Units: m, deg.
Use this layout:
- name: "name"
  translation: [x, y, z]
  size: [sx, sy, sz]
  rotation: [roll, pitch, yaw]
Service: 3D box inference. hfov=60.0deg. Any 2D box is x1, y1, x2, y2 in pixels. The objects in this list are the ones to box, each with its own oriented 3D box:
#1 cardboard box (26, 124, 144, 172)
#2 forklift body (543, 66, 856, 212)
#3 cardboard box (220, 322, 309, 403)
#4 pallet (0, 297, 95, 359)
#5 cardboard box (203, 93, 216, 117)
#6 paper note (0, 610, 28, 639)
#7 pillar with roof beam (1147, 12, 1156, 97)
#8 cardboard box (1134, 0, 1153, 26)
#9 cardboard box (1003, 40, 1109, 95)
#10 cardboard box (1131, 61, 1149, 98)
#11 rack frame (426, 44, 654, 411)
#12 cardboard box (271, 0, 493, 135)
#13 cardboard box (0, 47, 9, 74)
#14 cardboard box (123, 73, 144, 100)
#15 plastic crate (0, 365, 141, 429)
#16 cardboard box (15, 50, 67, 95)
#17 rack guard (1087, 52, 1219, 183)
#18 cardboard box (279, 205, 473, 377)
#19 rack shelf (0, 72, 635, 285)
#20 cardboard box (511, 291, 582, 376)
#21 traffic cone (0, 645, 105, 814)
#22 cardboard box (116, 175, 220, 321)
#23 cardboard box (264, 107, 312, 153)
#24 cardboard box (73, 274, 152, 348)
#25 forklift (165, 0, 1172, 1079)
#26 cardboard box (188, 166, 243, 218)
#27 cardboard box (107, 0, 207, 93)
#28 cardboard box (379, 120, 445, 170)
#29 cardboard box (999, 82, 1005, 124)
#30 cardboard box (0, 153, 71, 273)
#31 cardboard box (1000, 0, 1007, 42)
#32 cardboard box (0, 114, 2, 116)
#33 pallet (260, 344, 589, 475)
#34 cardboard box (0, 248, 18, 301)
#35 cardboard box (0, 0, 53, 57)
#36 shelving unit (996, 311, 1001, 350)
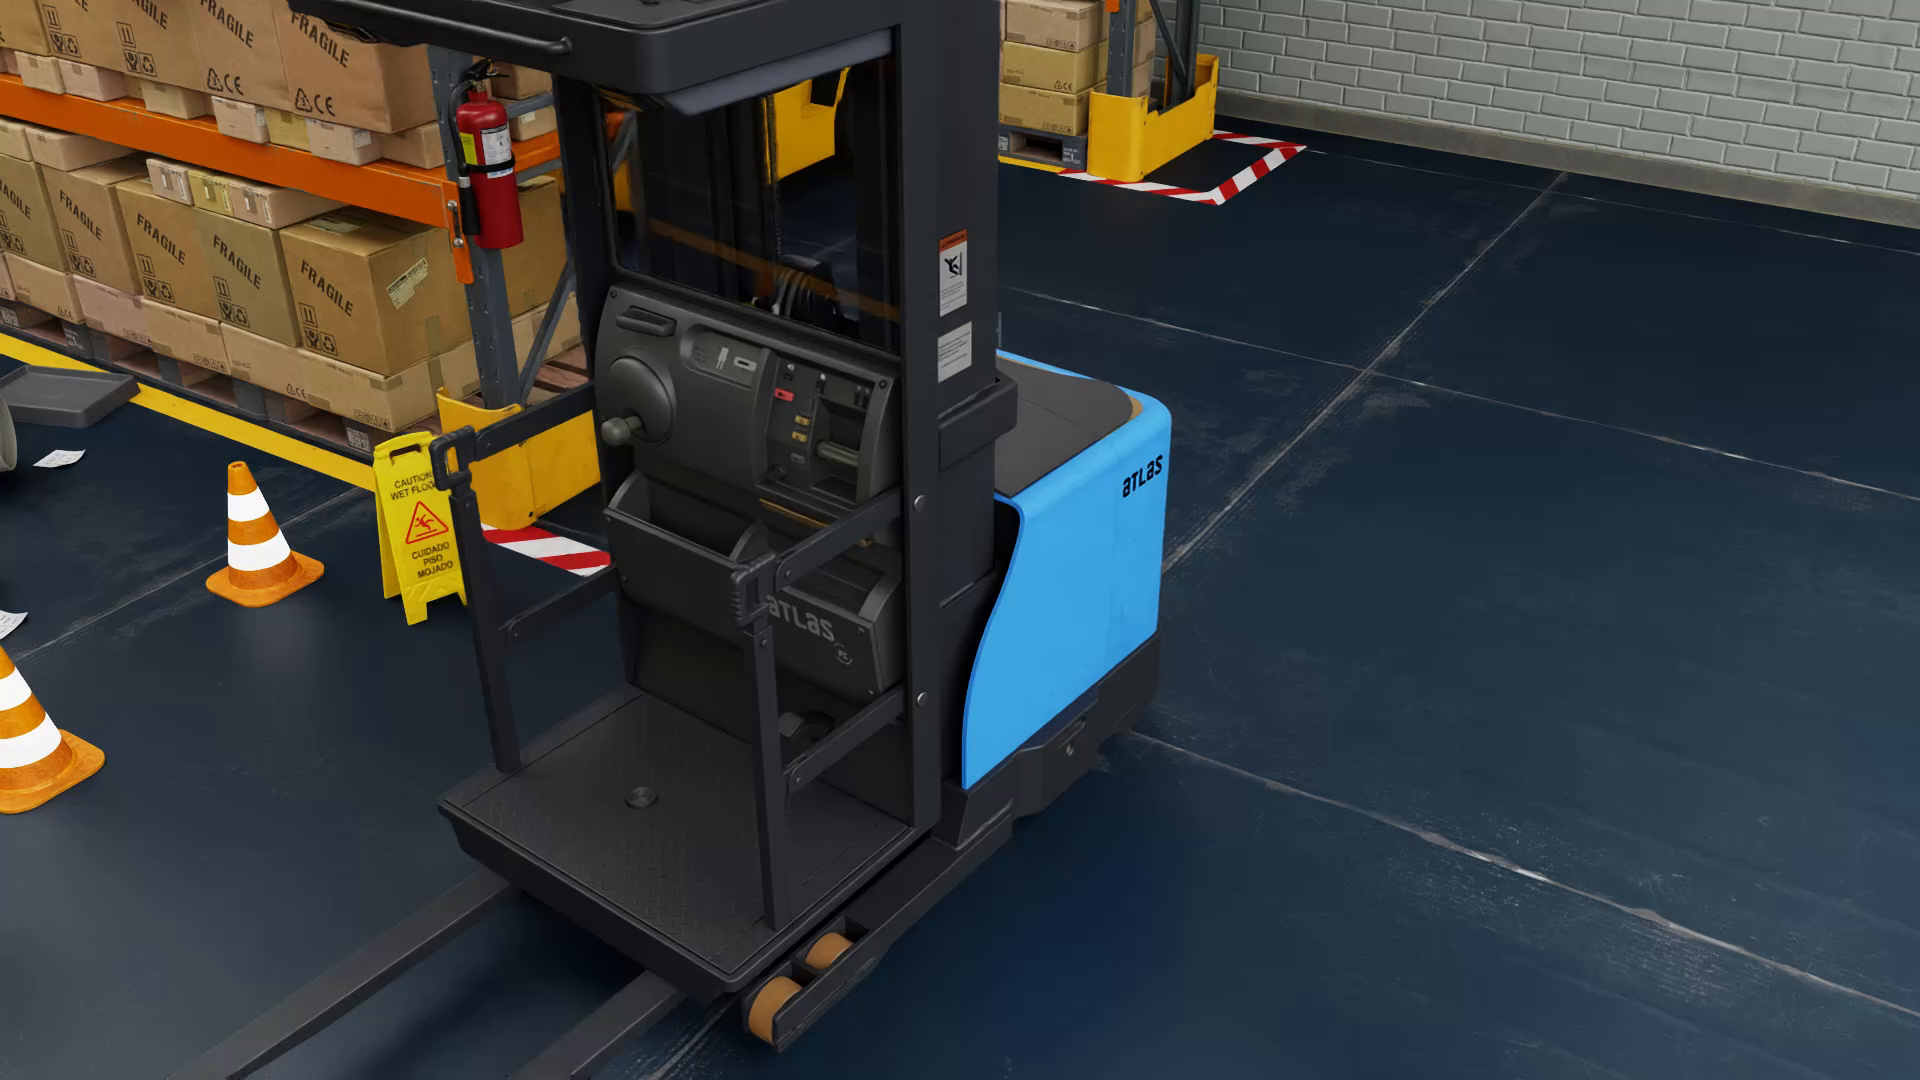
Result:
- name: "cardboard box"
  translation: [-3.751, -1.722, 7.149]
  size: [0.250, 0.149, 0.380]
  rotation: [20, 36, 30]
- name: "forklift body"
  translation: [-1.399, -3.075, 9.387]
  size: [1.214, 2.155, 2.313]
  rotation: [18, 35, 27]
- name: "cardboard box"
  translation: [-2.721, -0.831, 7.009]
  size: [0.500, 0.250, 0.500]
  rotation: [18, 35, 28]
- name: "pallet"
  translation: [-4.259, -1.295, 8.261]
  size: [1.213, 0.211, 1.003]
  rotation: [18, 35, 27]
- name: "cardboard box"
  translation: [-2.745, -1.776, 6.568]
  size: [0.250, 0.149, 0.380]
  rotation: [18, 35, 28]
- name: "paper note"
  translation: [-3.318, 0.286, 5.730]
  size: [0.142, 0.019, 0.148]
  rotation: [6, 31, 10]
- name: "pillar with roof beam"
  translation: [-1.223, -5.038, 5.955]
  size: [0.400, 9.000, 9.100]
  rotation: [18, 35, 27]
- name: "cardboard box"
  translation: [0.870, -3.348, 10.331]
  size: [0.500, 0.250, 0.500]
  rotation: [17, 34, 27]
- name: "cardboard box"
  translation: [0.598, -2.919, 10.093]
  size: [0.500, 0.250, 0.500]
  rotation: [17, 34, 27]
- name: "cardboard box"
  translation: [0.864, -2.921, 10.593]
  size: [0.500, 0.250, 0.500]
  rotation: [18, 35, 28]
- name: "rack frame"
  translation: [-1.459, -1.593, 6.004]
  size: [0.127, 3.000, 1.000]
  rotation: [18, 35, 27]
- name: "cardboard box"
  translation: [-2.065, -1.793, 5.951]
  size: [0.500, 0.500, 0.500]
  rotation: [17, 34, 26]
- name: "cardboard box"
  translation: [-4.077, -2.150, 7.208]
  size: [0.250, 0.149, 0.380]
  rotation: [19, 35, 29]
- name: "cardboard box"
  translation: [-3.174, -1.911, 6.799]
  size: [0.250, 0.149, 0.380]
  rotation: [18, 35, 27]
- name: "plastic crate"
  translation: [-3.953, -0.633, 7.256]
  size: [0.583, 0.080, 0.402]
  rotation: [6, 31, 10]
- name: "cardboard box"
  translation: [-3.672, -1.988, 6.930]
  size: [0.250, 0.149, 0.380]
  rotation: [18, 35, 28]
- name: "rack guard"
  translation: [1.197, -2.626, 10.256]
  size: [0.348, 0.500, 1.175]
  rotation: [18, 35, 27]
- name: "cardboard box"
  translation: [-2.276, -1.014, 6.579]
  size: [0.500, 0.500, 0.500]
  rotation: [18, 35, 28]
- name: "rack shelf"
  translation: [-3.153, -1.818, 7.104]
  size: [4.000, 0.370, 1.077]
  rotation: [18, 35, 27]
- name: "cardboard box"
  translation: [-1.995, -0.921, 7.164]
  size: [0.500, 0.250, 0.500]
  rotation: [17, 34, 27]
- name: "traffic cone"
  translation: [-2.811, 0.503, 4.929]
  size: [0.334, 0.463, 0.336]
  rotation: [18, 35, 27]
- name: "cardboard box"
  translation: [-3.144, -1.291, 7.053]
  size: [0.500, 0.500, 0.500]
  rotation: [17, 34, 26]
- name: "cardboard box"
  translation: [-2.369, -1.592, 6.251]
  size: [0.250, 0.149, 0.380]
  rotation: [17, 34, 27]
- name: "cardboard box"
  translation: [-3.582, -1.106, 7.481]
  size: [0.500, 0.250, 0.500]
  rotation: [17, 34, 27]
- name: "forklift"
  translation: [-0.665, -0.298, 3.852]
  size: [1.130, 2.935, 3.031]
  rotation: [21, 36, 32]
- name: "cardboard box"
  translation: [-2.834, -1.433, 6.653]
  size: [0.250, 0.149, 0.380]
  rotation: [18, 35, 28]
- name: "cardboard box"
  translation: [-2.909, -2.064, 6.417]
  size: [0.500, 0.500, 0.500]
  rotation: [17, 34, 27]
- name: "cardboard box"
  translation: [-1.890, -1.493, 6.082]
  size: [0.250, 0.149, 0.380]
  rotation: [19, 35, 29]
- name: "cardboard box"
  translation: [0.194, -2.835, 10.444]
  size: [0.500, 0.250, 0.500]
  rotation: [18, 35, 27]
- name: "cardboard box"
  translation: [-4.031, -1.571, 7.533]
  size: [0.500, 0.500, 0.500]
  rotation: [19, 35, 29]
- name: "cardboard box"
  translation: [0.185, -3.263, 10.186]
  size: [0.500, 0.250, 0.500]
  rotation: [18, 35, 28]
- name: "cardboard box"
  translation: [-4.417, -1.930, 7.506]
  size: [0.250, 0.149, 0.380]
  rotation: [18, 35, 28]
- name: "pallet"
  translation: [-2.193, -0.642, 7.140]
  size: [1.213, 0.211, 1.003]
  rotation: [18, 35, 27]
- name: "cardboard box"
  translation: [-4.491, -1.385, 7.959]
  size: [0.500, 0.250, 0.500]
  rotation: [16, 34, 25]
- name: "cardboard box"
  translation: [-3.767, -2.335, 6.881]
  size: [0.500, 0.500, 0.500]
  rotation: [17, 34, 27]
- name: "shelving unit"
  translation: [-0.007, -0.391, 6.027]
  size: [0.210, 0.900, 0.258]
  rotation: [18, 35, 27]
